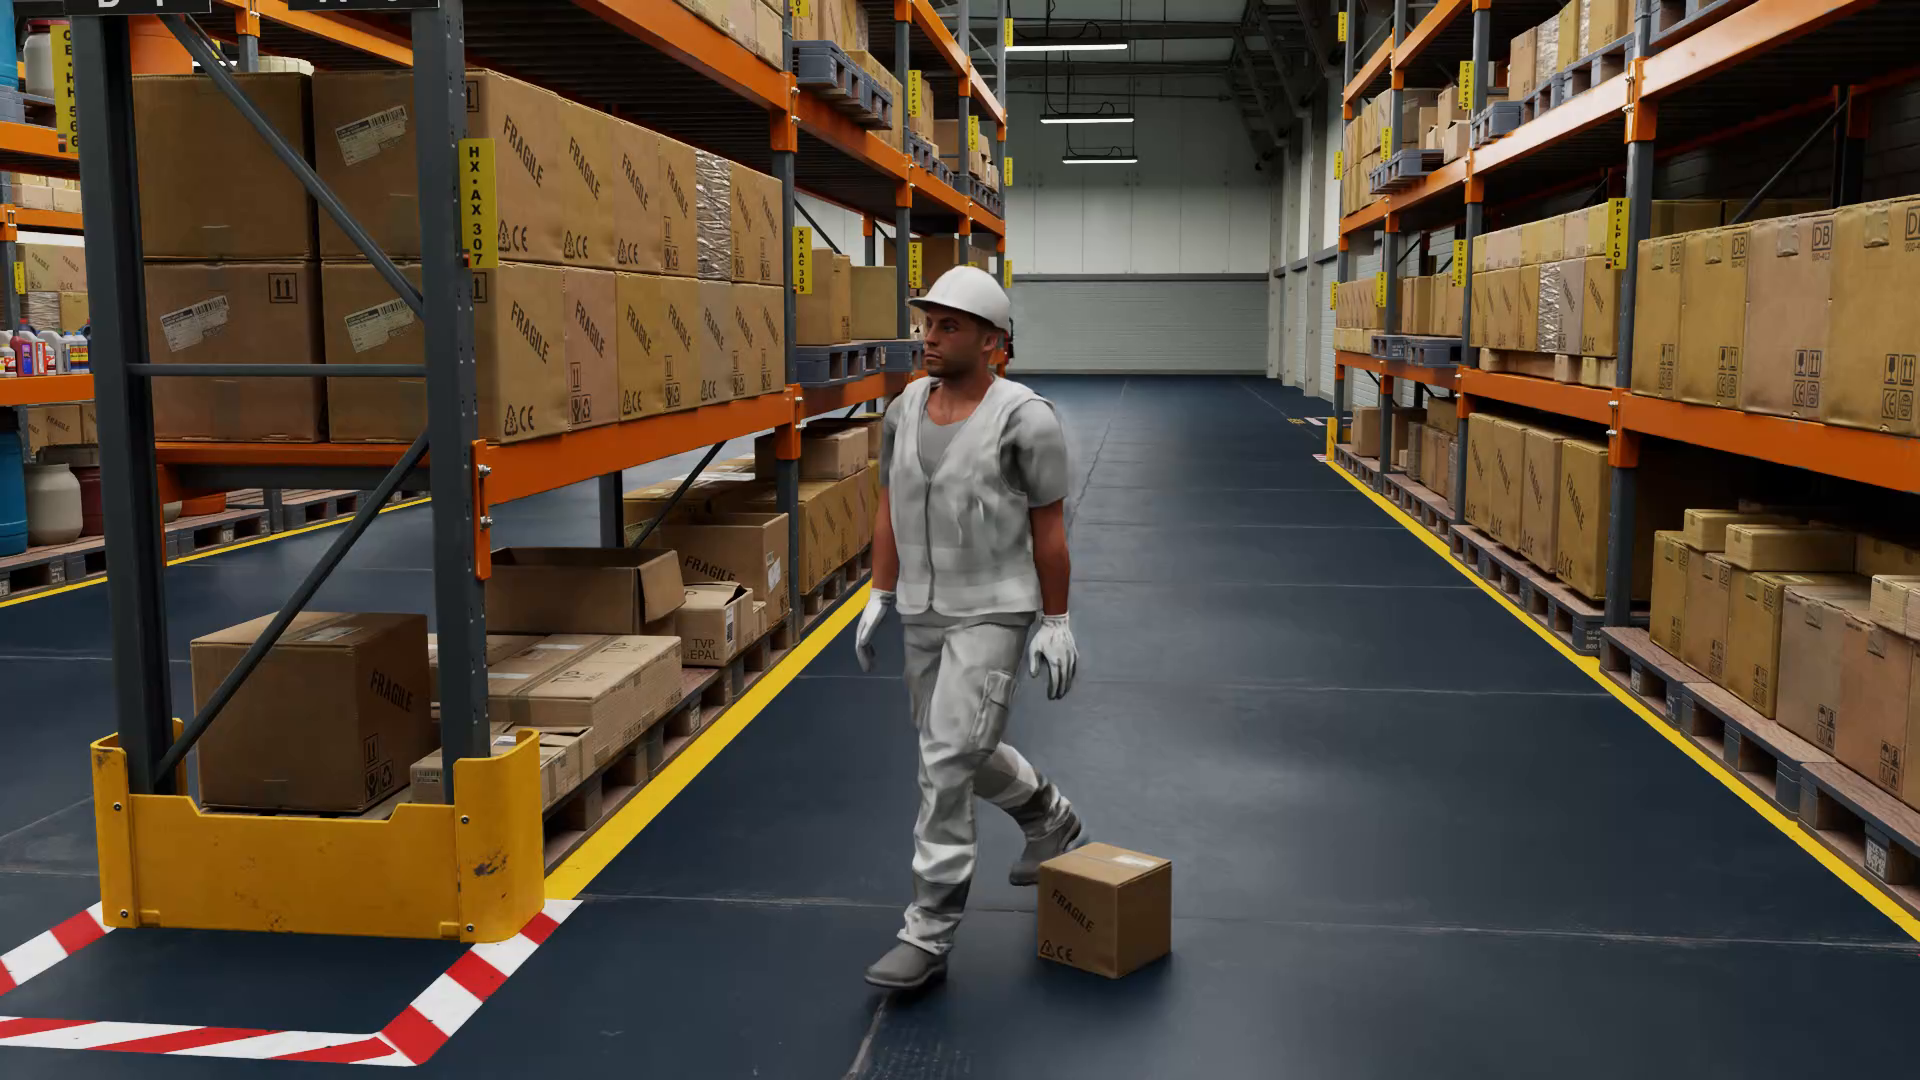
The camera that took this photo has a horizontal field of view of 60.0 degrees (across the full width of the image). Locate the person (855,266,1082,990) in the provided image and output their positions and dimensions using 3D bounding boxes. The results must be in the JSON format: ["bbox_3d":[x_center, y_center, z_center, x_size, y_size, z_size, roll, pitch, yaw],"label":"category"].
[{"bbox_3d":[0.036,0.188,4.276,0.568,1.759,0.980,6,10,39],"label":"person"}]
